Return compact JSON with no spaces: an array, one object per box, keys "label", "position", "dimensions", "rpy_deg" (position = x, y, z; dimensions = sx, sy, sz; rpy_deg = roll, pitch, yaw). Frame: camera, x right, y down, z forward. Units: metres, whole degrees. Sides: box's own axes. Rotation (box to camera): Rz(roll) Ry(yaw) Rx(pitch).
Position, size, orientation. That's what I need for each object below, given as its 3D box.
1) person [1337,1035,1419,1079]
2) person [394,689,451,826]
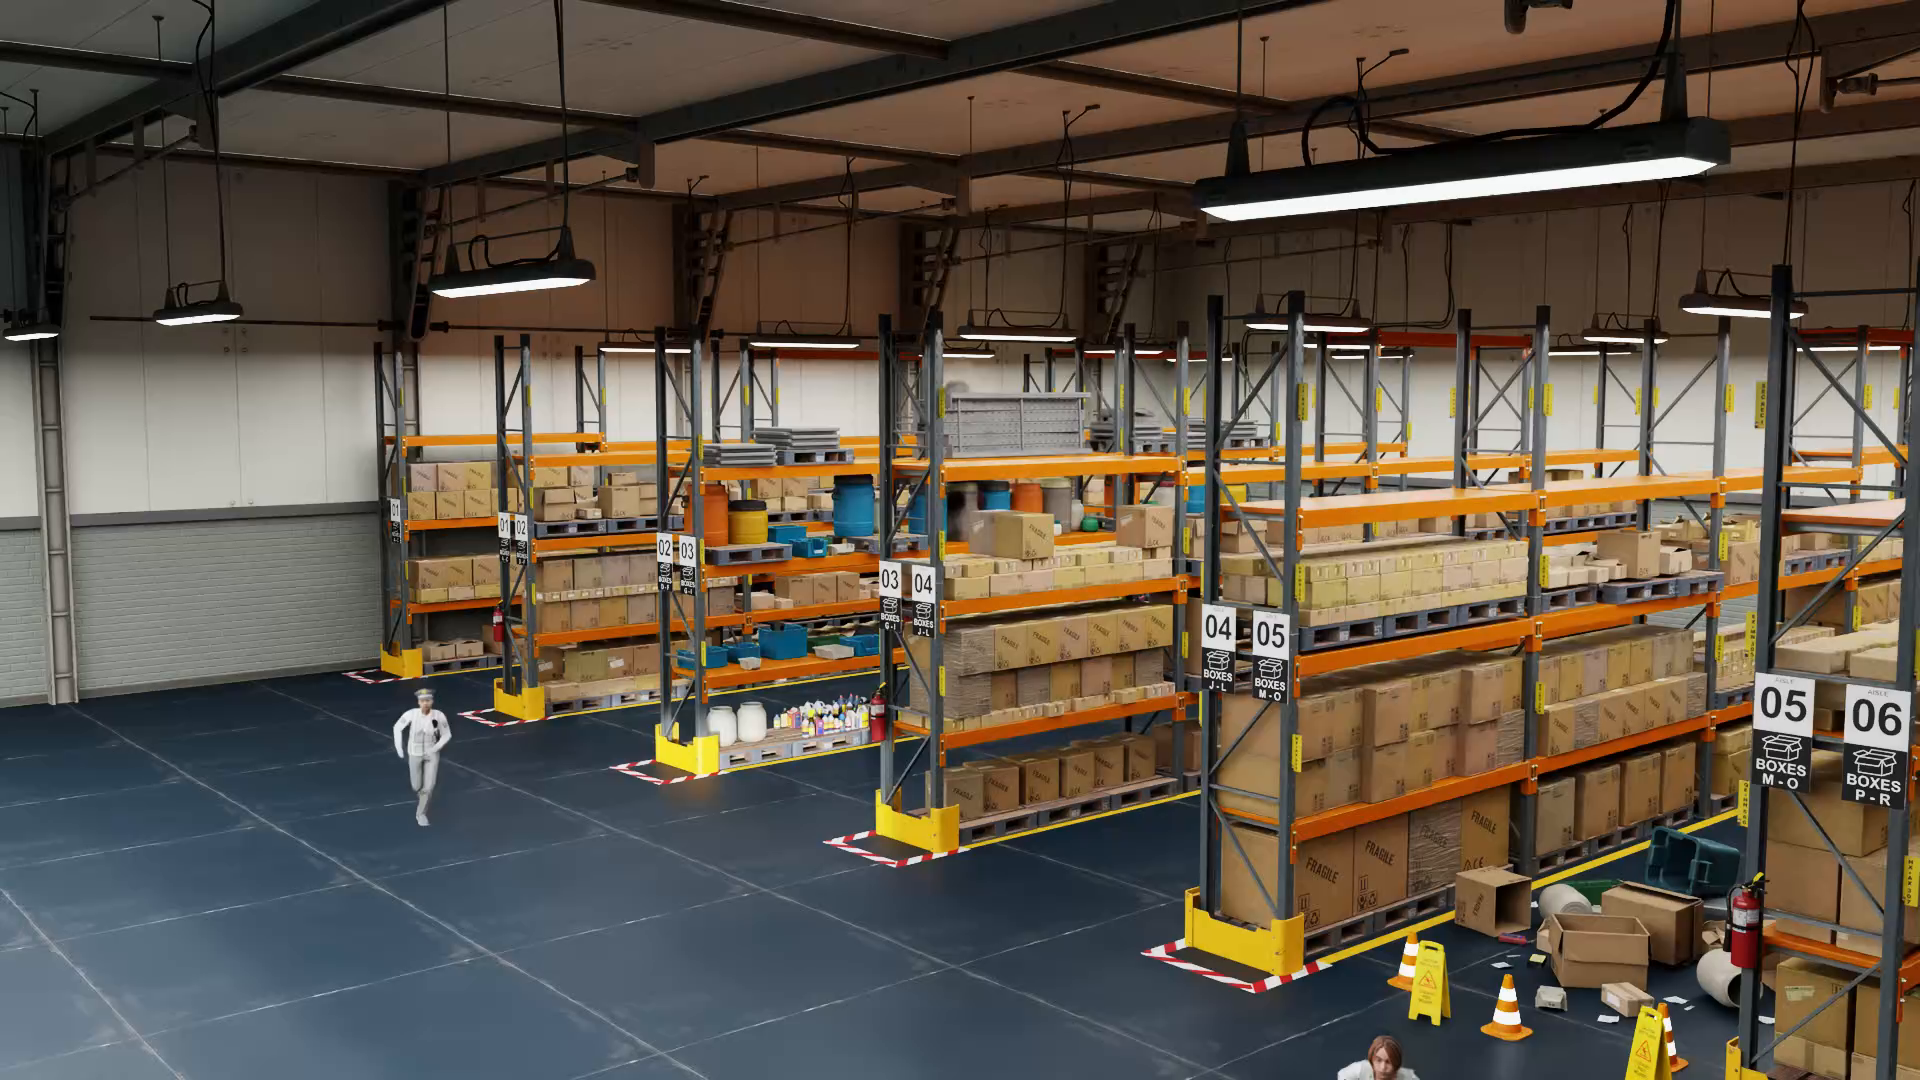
[{"label":"person","position":[2.430,3.549,9.599],"dimensions":[0.527,1.530,0.664],"rpy_deg":[1,5,16]},{"label":"person","position":[-6.393,2.567,19.804],"dimensions":[0.653,1.647,0.644],"rpy_deg":[-2,5,-18]}]
